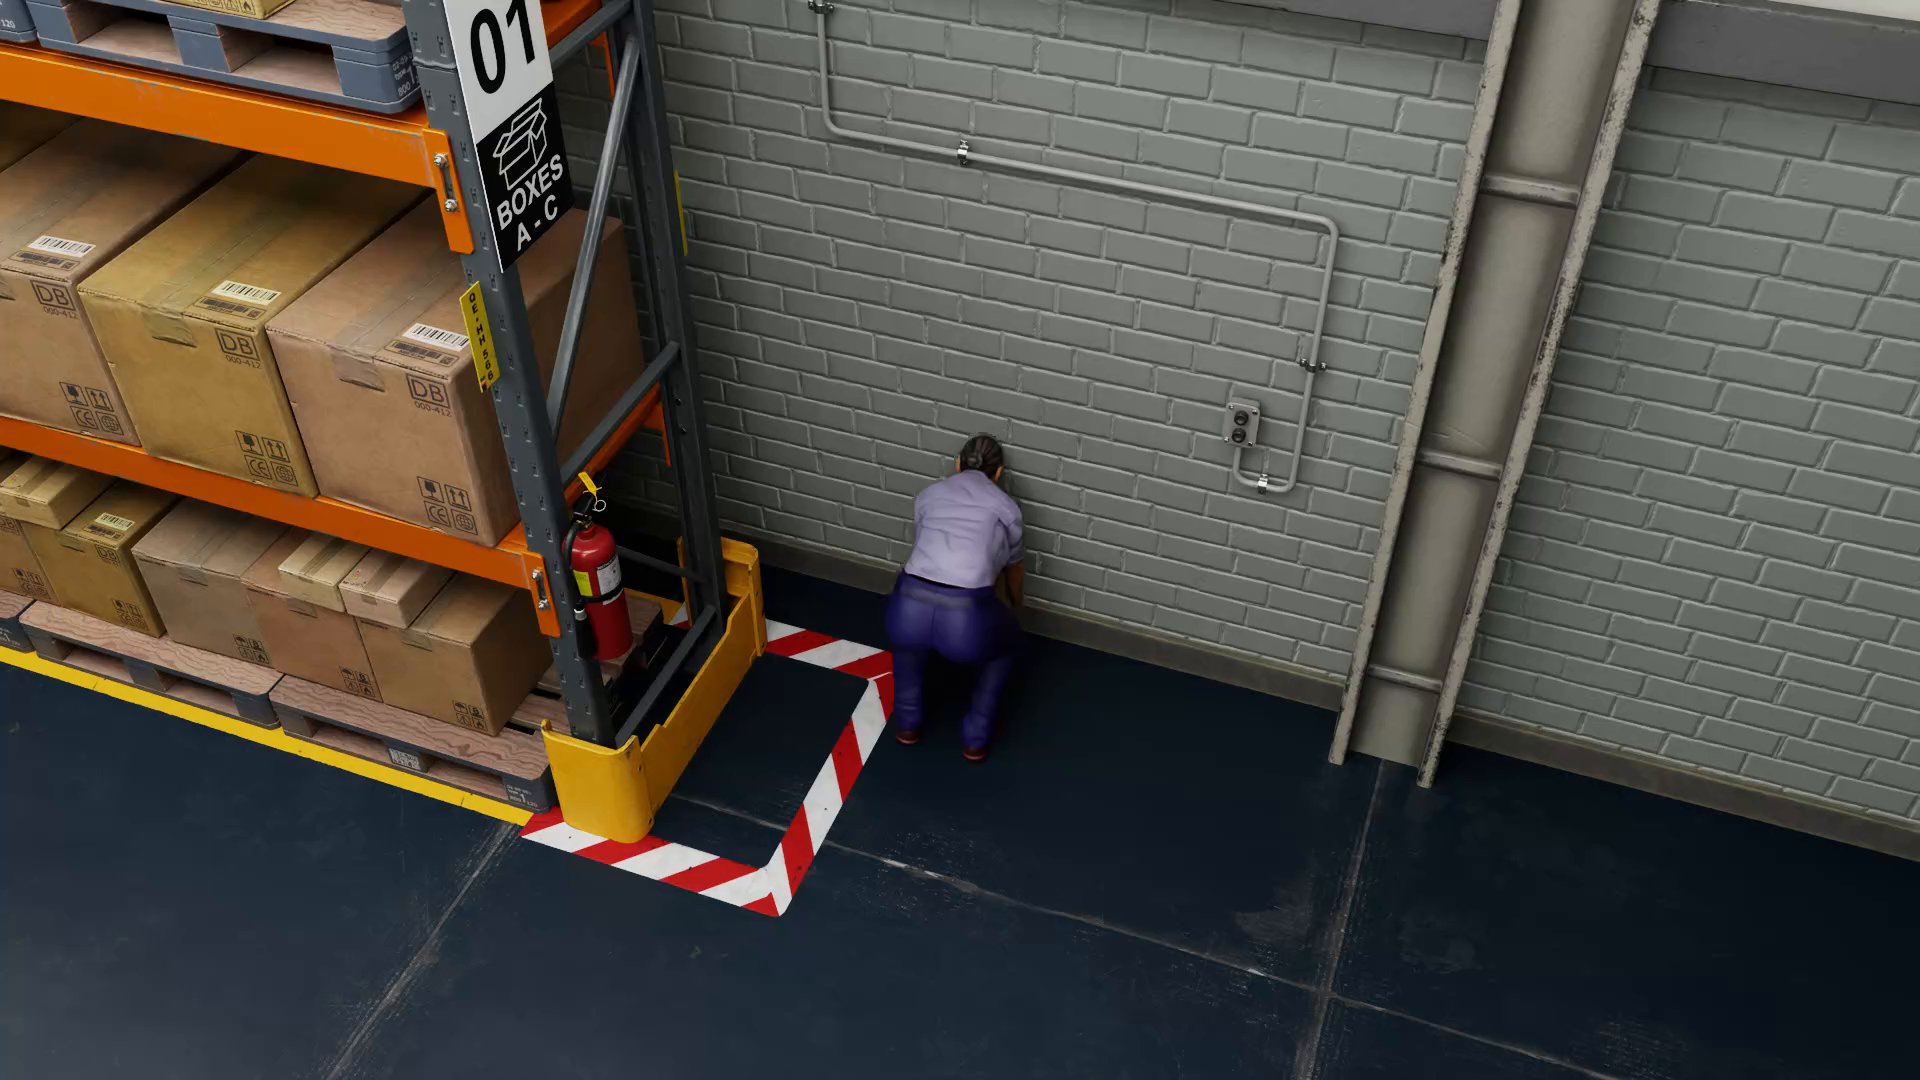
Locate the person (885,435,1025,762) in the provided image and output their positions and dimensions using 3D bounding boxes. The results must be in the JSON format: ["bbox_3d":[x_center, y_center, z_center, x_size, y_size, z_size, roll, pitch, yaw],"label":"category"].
[{"bbox_3d":[0.002,0.245,6.337,0.508,1.065,0.888,10,43,11],"label":"person"}]
